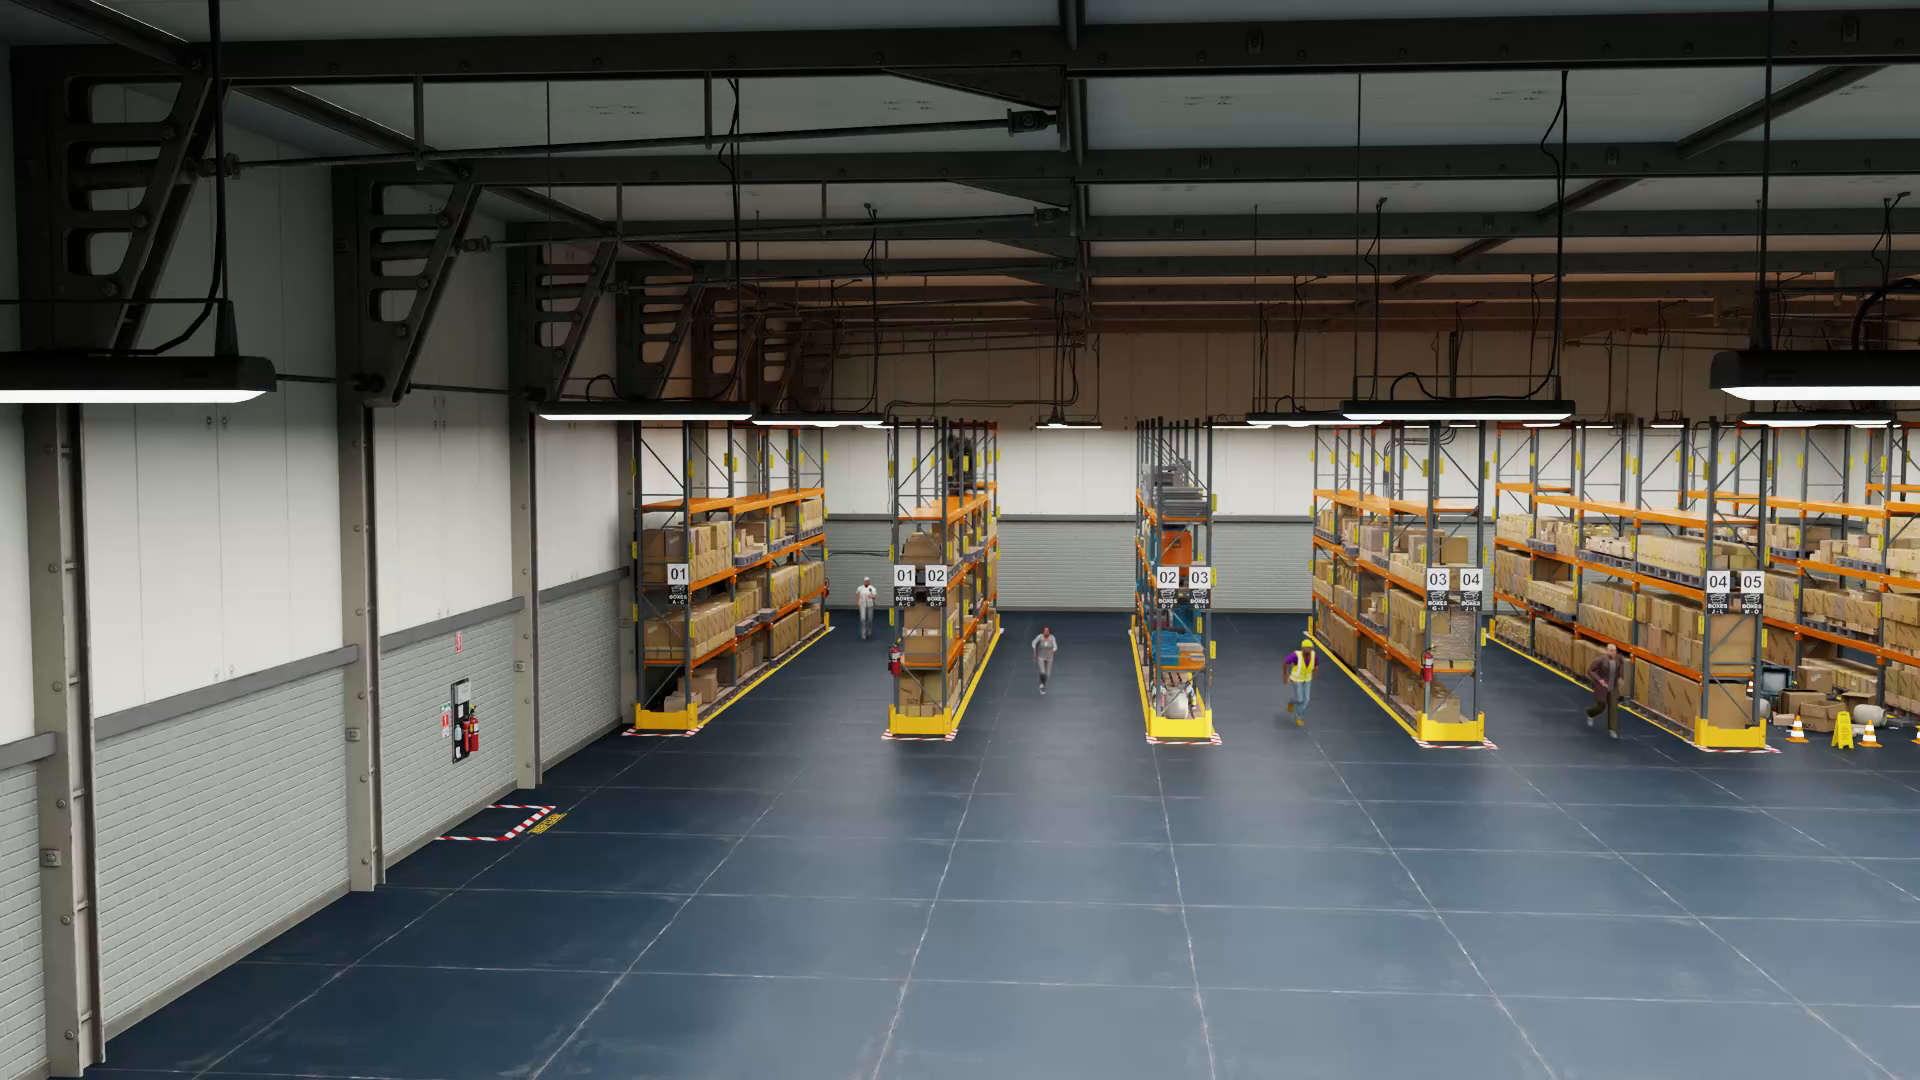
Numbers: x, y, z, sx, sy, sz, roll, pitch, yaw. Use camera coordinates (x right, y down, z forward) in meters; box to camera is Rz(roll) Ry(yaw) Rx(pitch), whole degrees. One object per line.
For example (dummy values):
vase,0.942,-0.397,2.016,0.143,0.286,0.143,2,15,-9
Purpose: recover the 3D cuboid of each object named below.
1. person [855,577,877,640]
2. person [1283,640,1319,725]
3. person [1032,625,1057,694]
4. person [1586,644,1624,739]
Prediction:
person,-2.596,1.880,46.141,0.584,1.722,0.802,-1,4,-8
person,6.681,2.771,32.577,0.695,1.690,0.799,-1,4,-19
person,1.837,2.591,35.912,0.496,1.526,0.695,-1,4,-8
person,12.170,2.799,31.328,0.744,1.738,1.148,-1,4,-8
